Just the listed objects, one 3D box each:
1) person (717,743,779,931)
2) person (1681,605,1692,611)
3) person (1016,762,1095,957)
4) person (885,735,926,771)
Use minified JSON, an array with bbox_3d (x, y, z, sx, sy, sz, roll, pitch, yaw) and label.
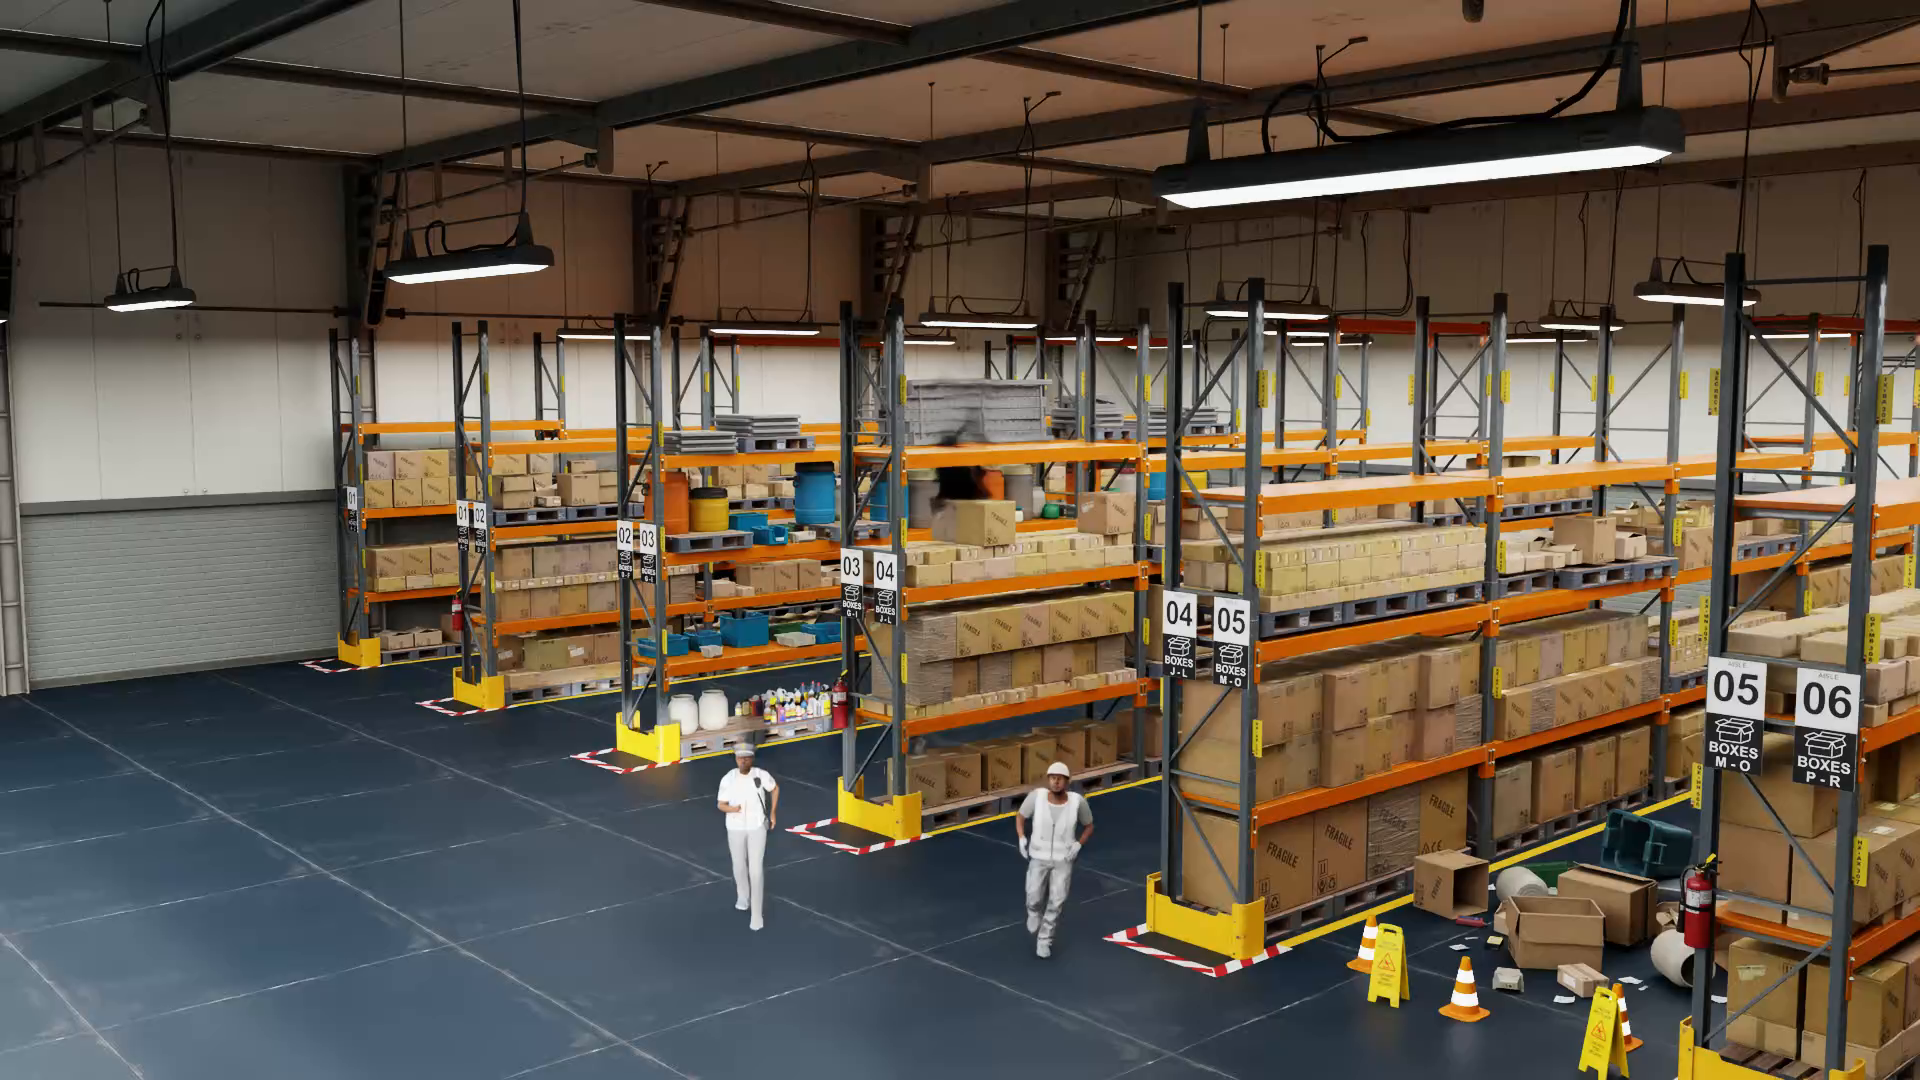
[{"bbox_3d":[-2.010,2.769,15.756,0.546,1.757,0.782,0,6,1],"label":"person"},{"bbox_3d":[11.346,1.831,25.761,0.734,1.649,0.606,-3,6,-28],"label":"person"},{"bbox_3d":[0.854,2.835,14.937,0.709,1.733,0.567,1,6,6],"label":"person"},{"bbox_3d":[-0.696,2.137,21.806,0.617,1.667,0.958,4,7,32],"label":"person"}]
